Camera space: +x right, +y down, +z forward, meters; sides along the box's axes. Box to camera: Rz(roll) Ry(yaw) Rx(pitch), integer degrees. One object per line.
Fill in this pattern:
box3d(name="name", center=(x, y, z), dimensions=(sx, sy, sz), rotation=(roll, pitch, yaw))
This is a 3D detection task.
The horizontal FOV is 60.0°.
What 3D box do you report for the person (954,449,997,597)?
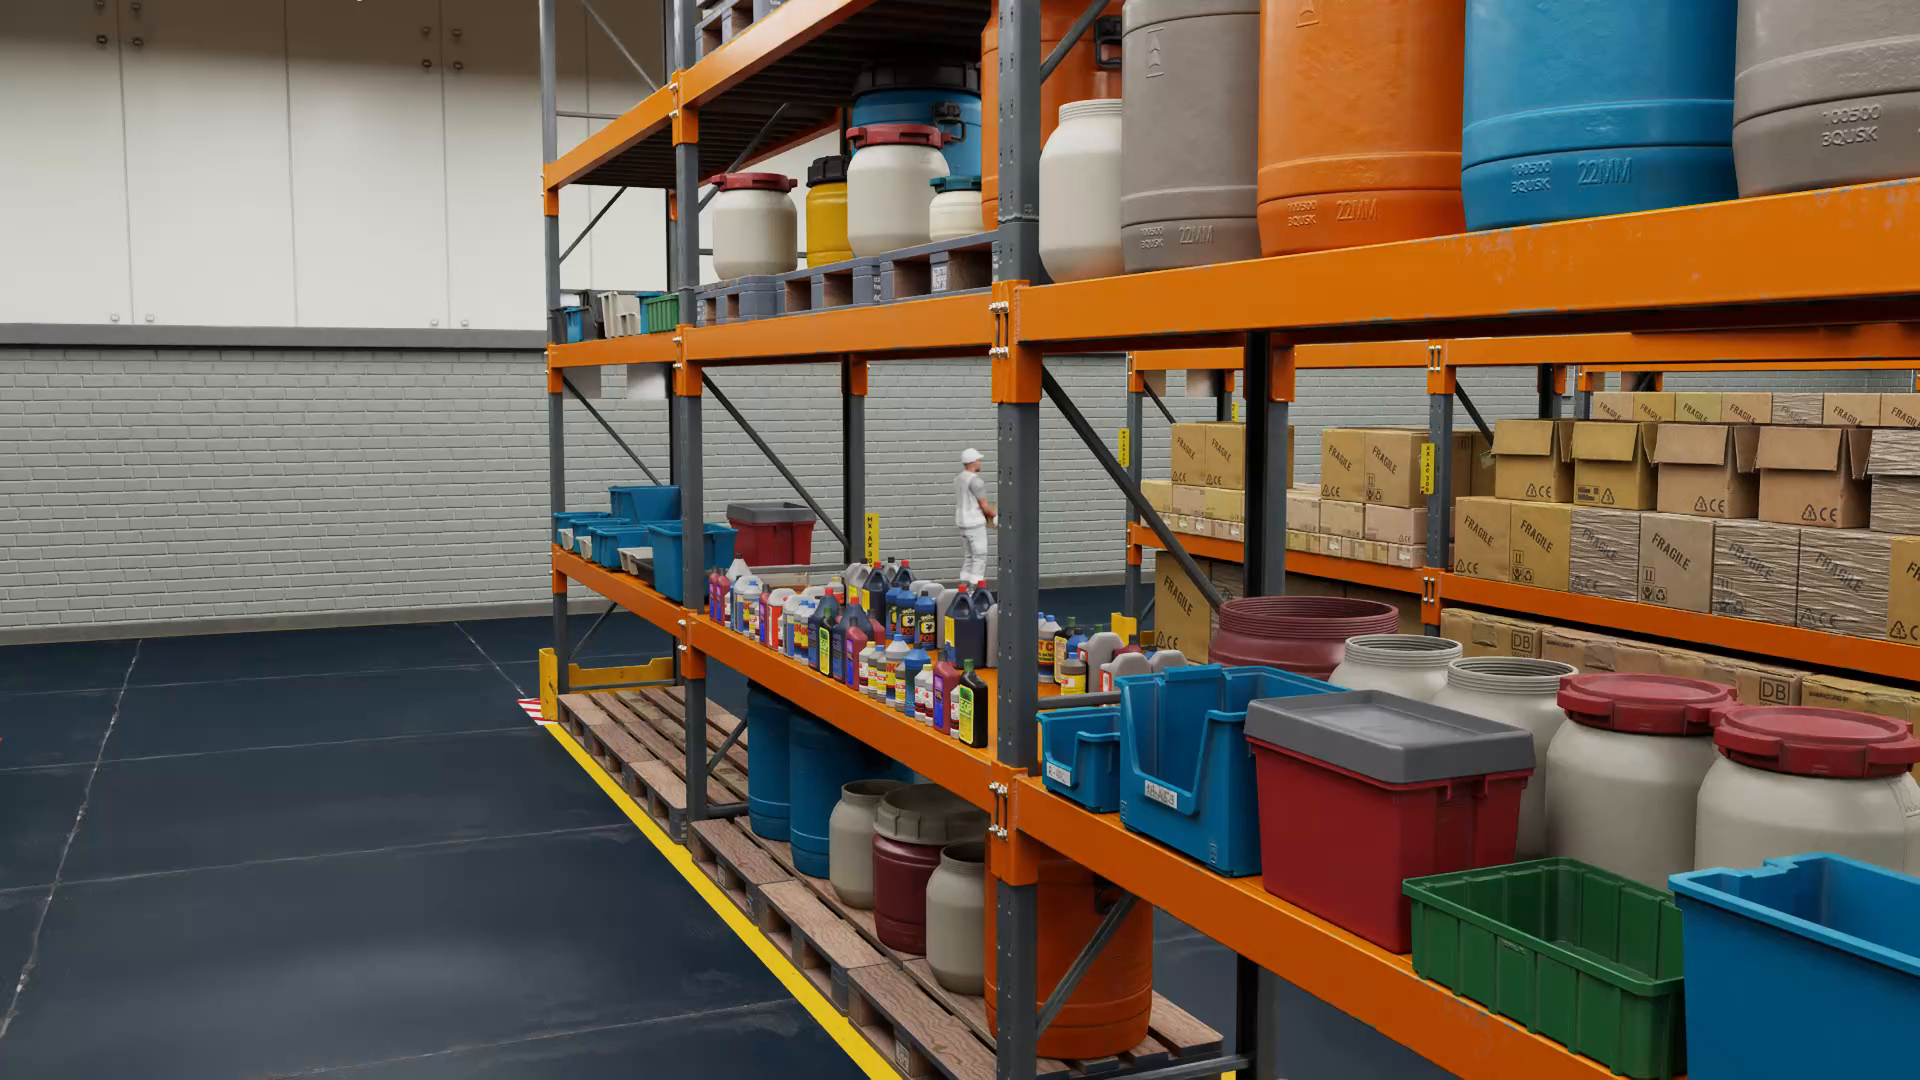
box3d(name="person", center=(0.222, -0.155, 19.108), dimensions=(0.529, 1.794, 0.524), rotation=(-2, 6, -24))
